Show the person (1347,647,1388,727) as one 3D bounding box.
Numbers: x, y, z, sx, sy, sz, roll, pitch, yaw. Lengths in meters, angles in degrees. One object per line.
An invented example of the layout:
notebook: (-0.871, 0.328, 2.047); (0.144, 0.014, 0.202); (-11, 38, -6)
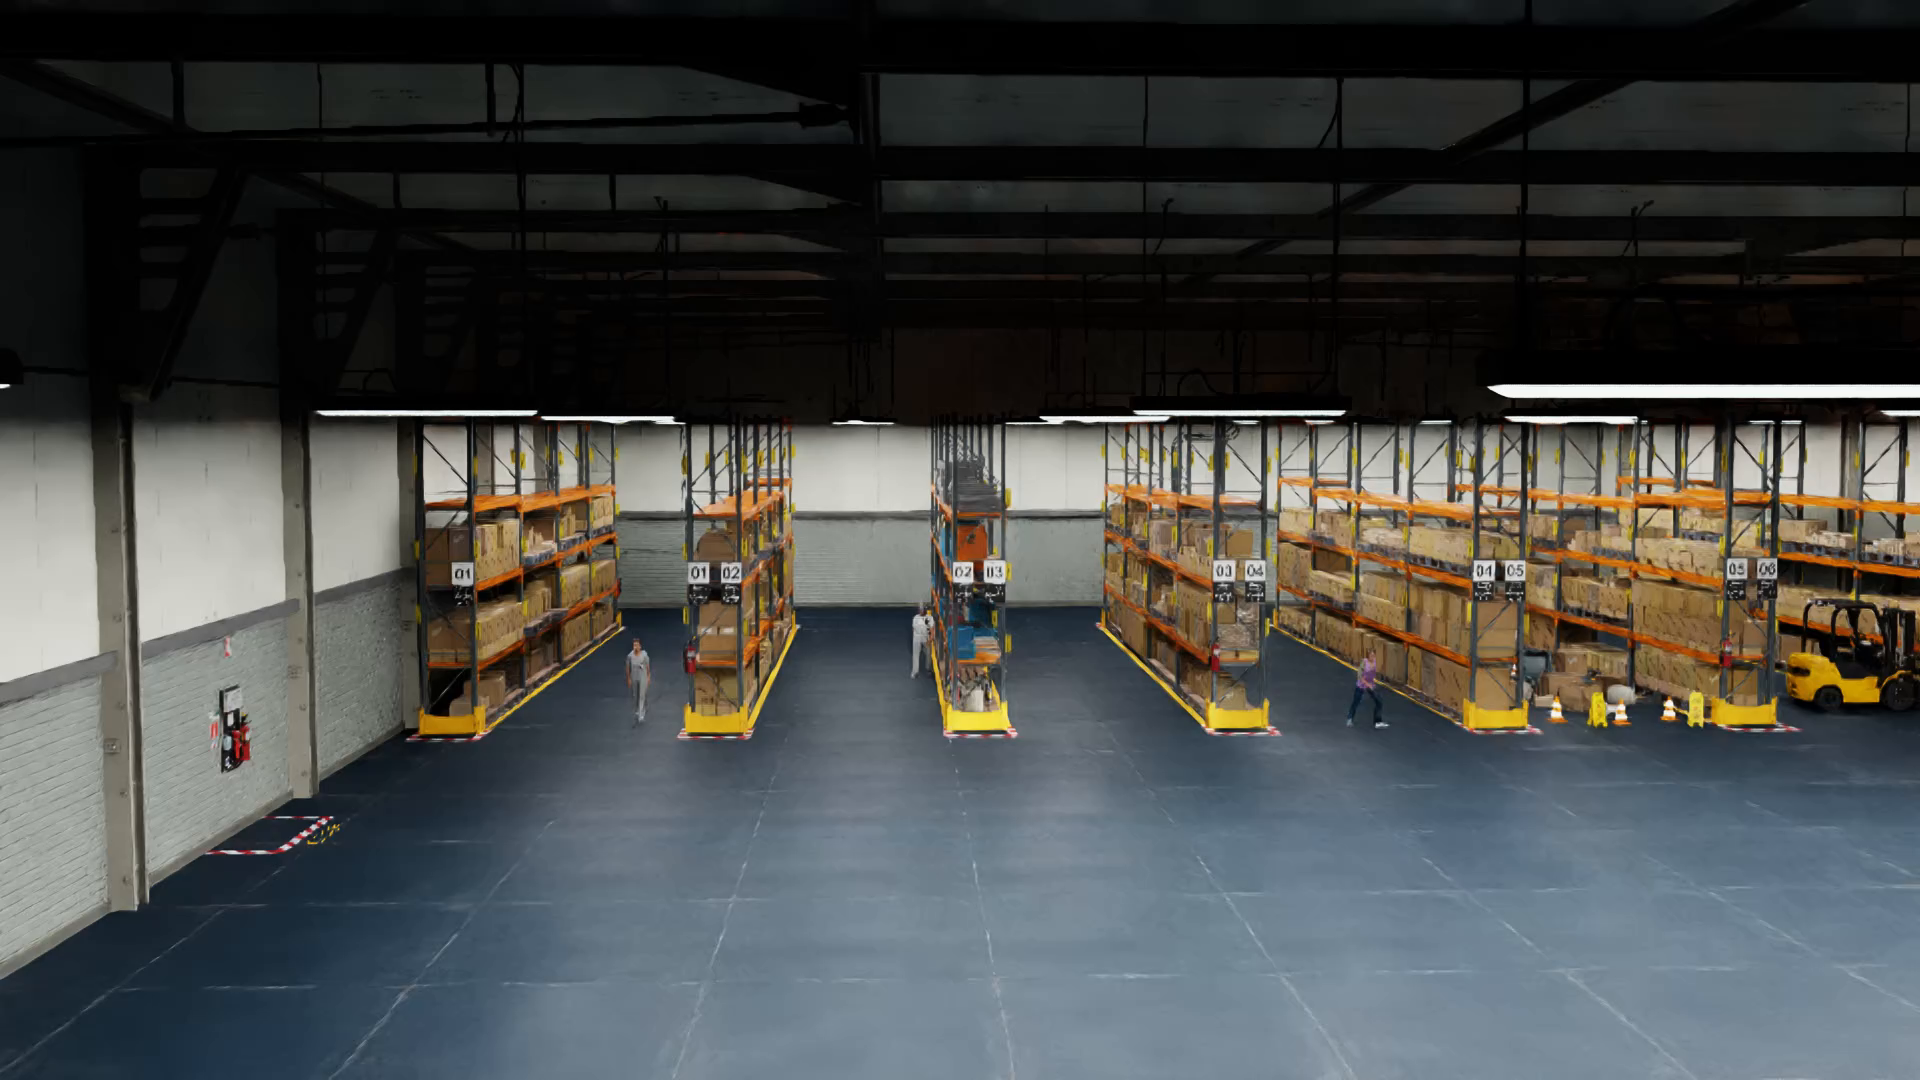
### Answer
person: (7.753, 2.788, 31.736); (0.569, 1.530, 0.774); (-1, 4, -21)

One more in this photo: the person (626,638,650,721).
person: (-6.295, 2.701, 32.467); (0.446, 1.590, 1.110); (0, 4, 0)

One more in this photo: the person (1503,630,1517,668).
person: (12.988, 2.205, 39.393); (0.412, 1.674, 0.510); (-3, 5, -33)

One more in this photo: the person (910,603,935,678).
person: (-0.842, 2.270, 37.962); (0.534, 1.705, 1.041); (0, 4, 7)
